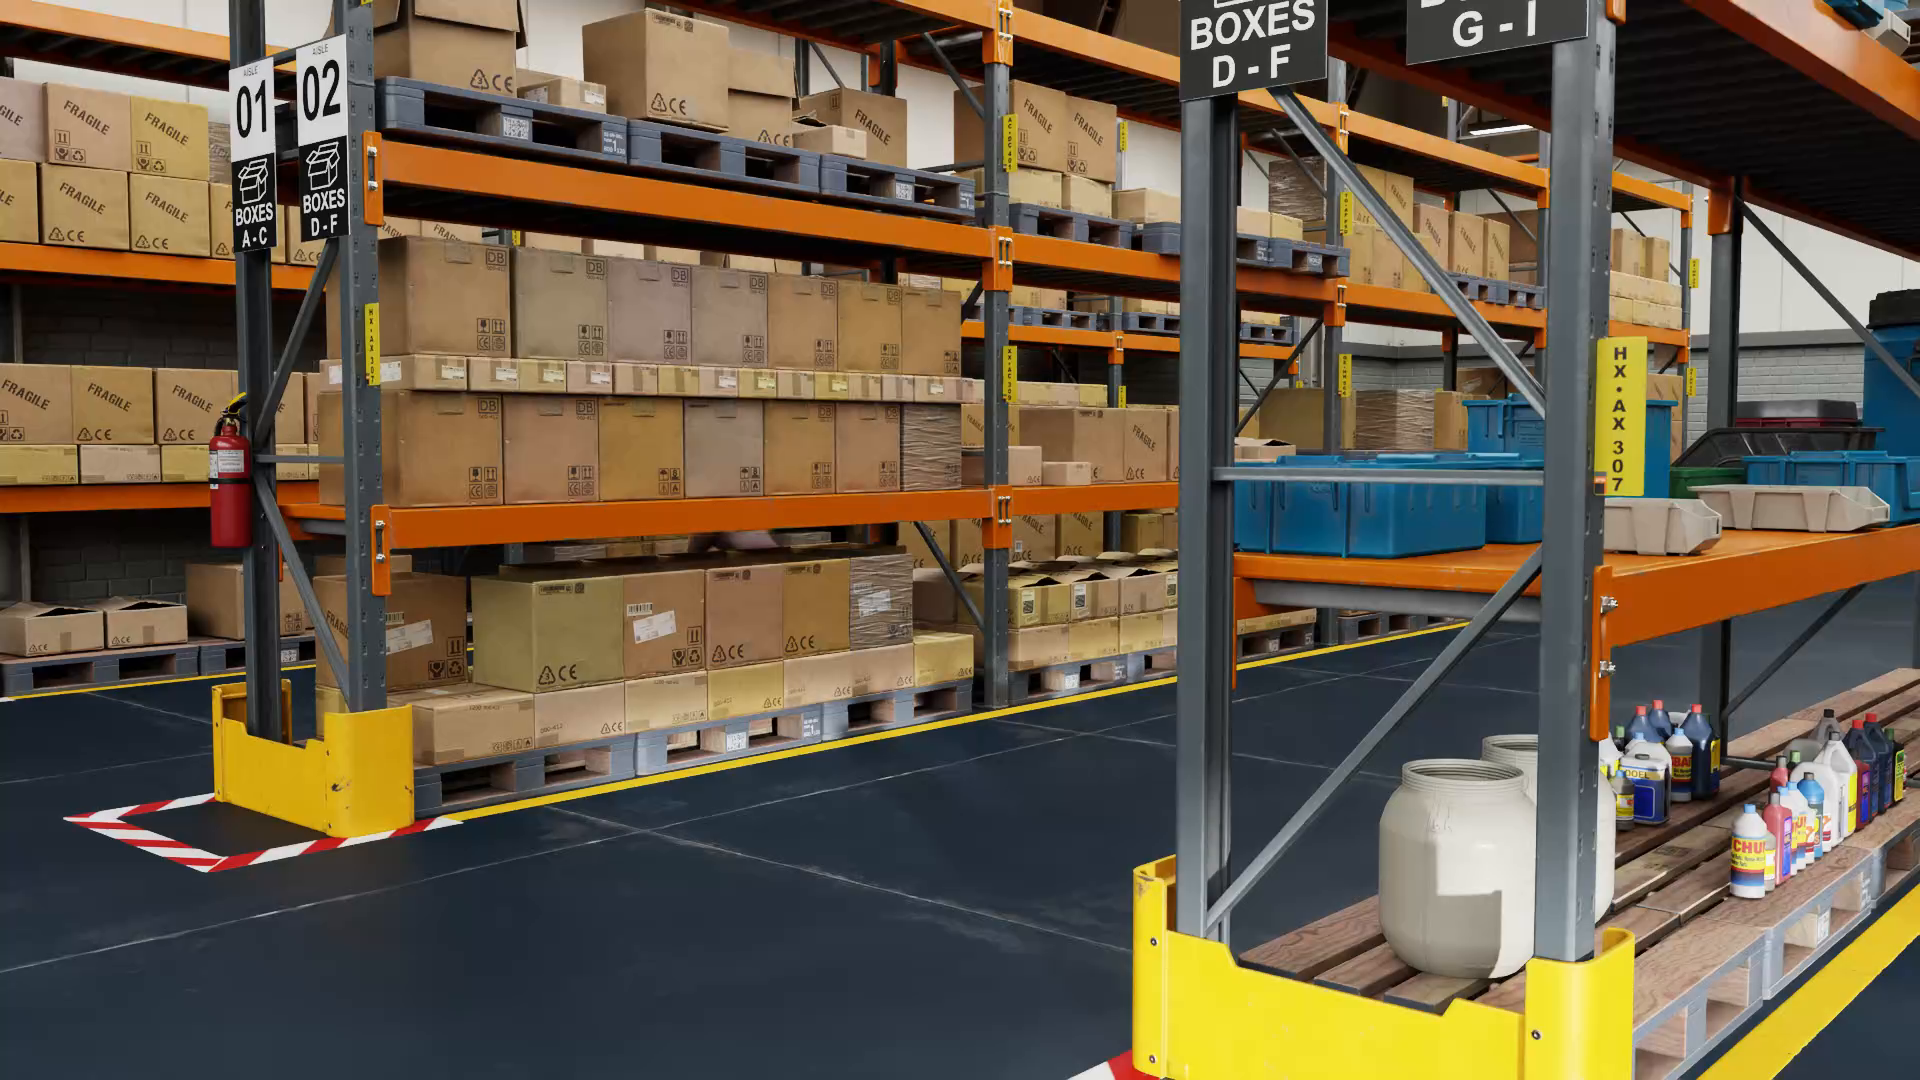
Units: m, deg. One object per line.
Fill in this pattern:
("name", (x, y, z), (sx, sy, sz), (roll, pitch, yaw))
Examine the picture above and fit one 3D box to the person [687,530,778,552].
("person", (-1.679, 0.271, 12.309), (0.830, 1.165, 0.622), (3, 5, 41))
